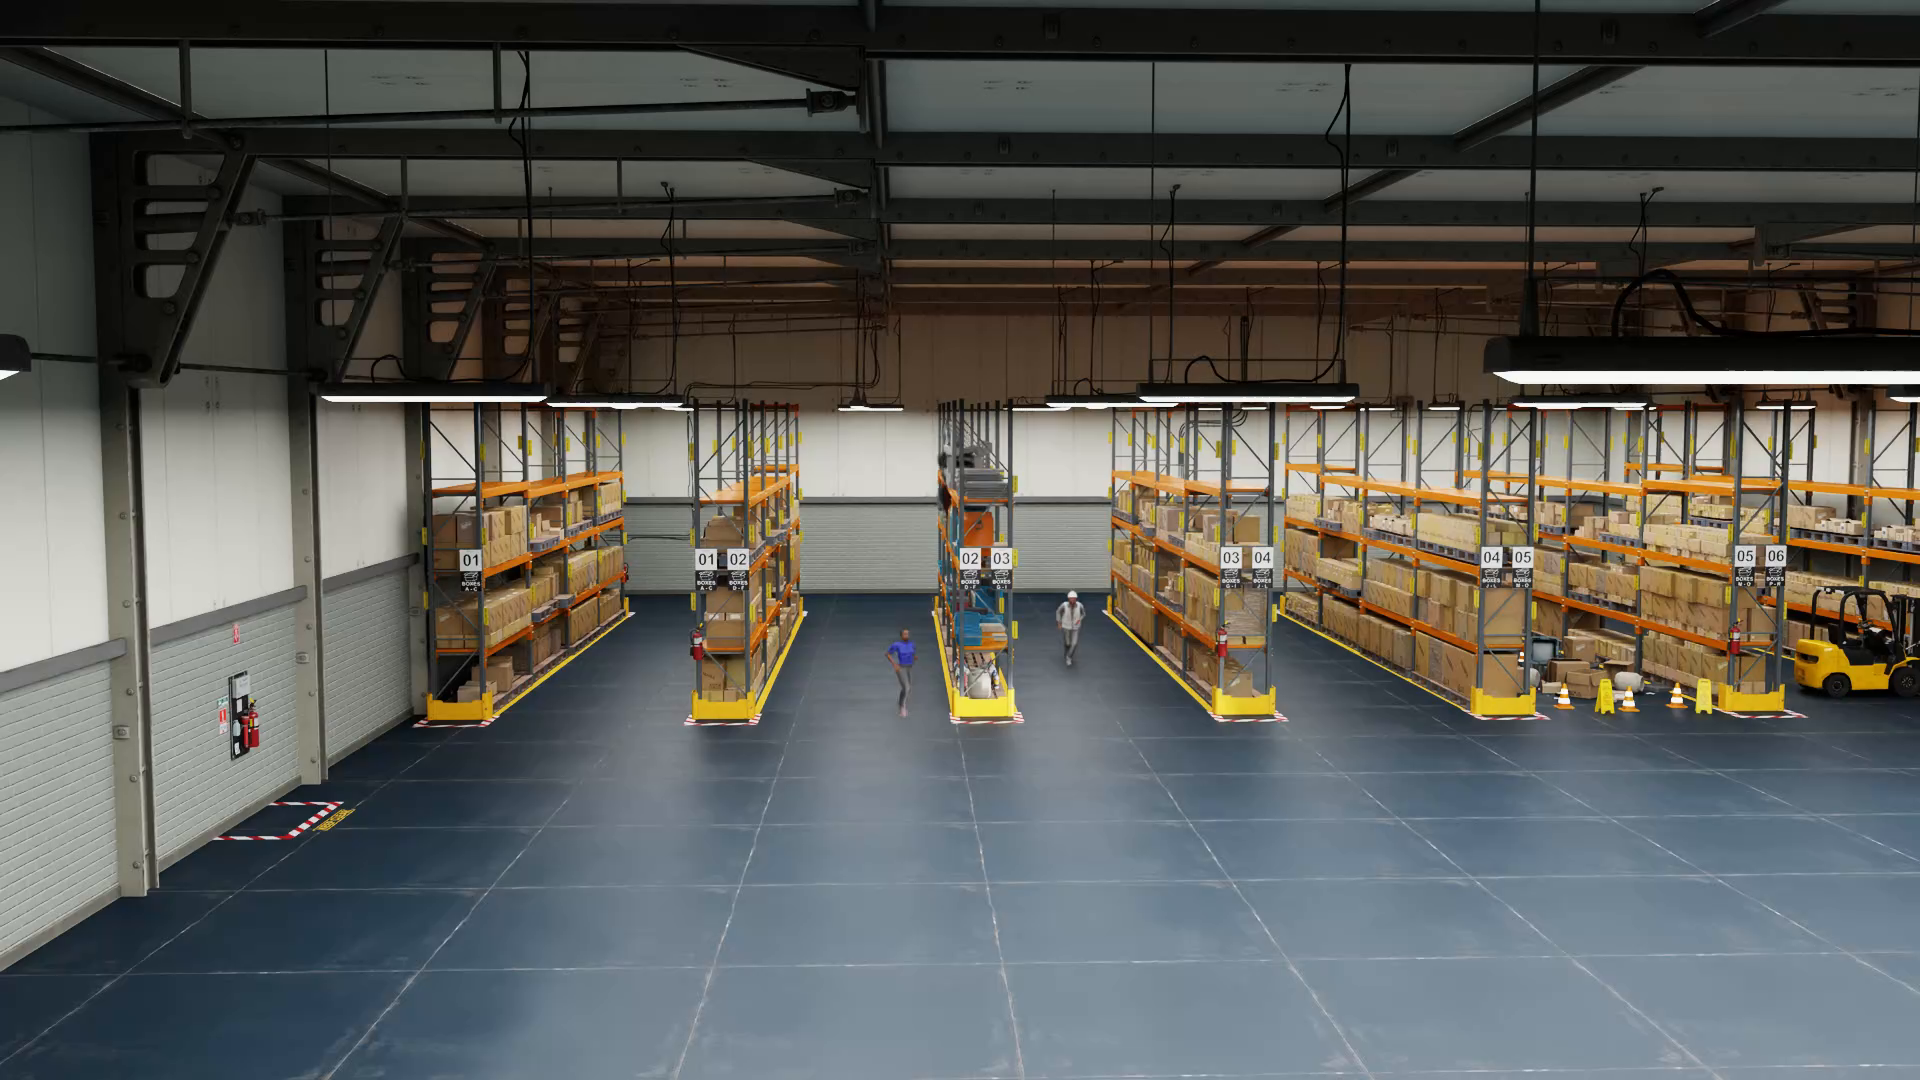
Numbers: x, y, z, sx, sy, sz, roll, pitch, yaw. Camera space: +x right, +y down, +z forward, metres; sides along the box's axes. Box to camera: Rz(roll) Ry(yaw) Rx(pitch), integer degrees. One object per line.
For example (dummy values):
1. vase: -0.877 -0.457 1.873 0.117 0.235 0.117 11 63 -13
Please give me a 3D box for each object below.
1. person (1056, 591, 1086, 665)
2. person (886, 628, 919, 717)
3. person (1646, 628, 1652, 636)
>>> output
1. person: 2.533 2.005 38.029 0.649 1.706 0.740 -1 4 -8
2. person: -1.029 2.519 31.498 0.556 1.682 0.654 -3 5 -34
3. person: 16.808 1.840 40.145 0.620 1.713 0.856 0 4 -1
